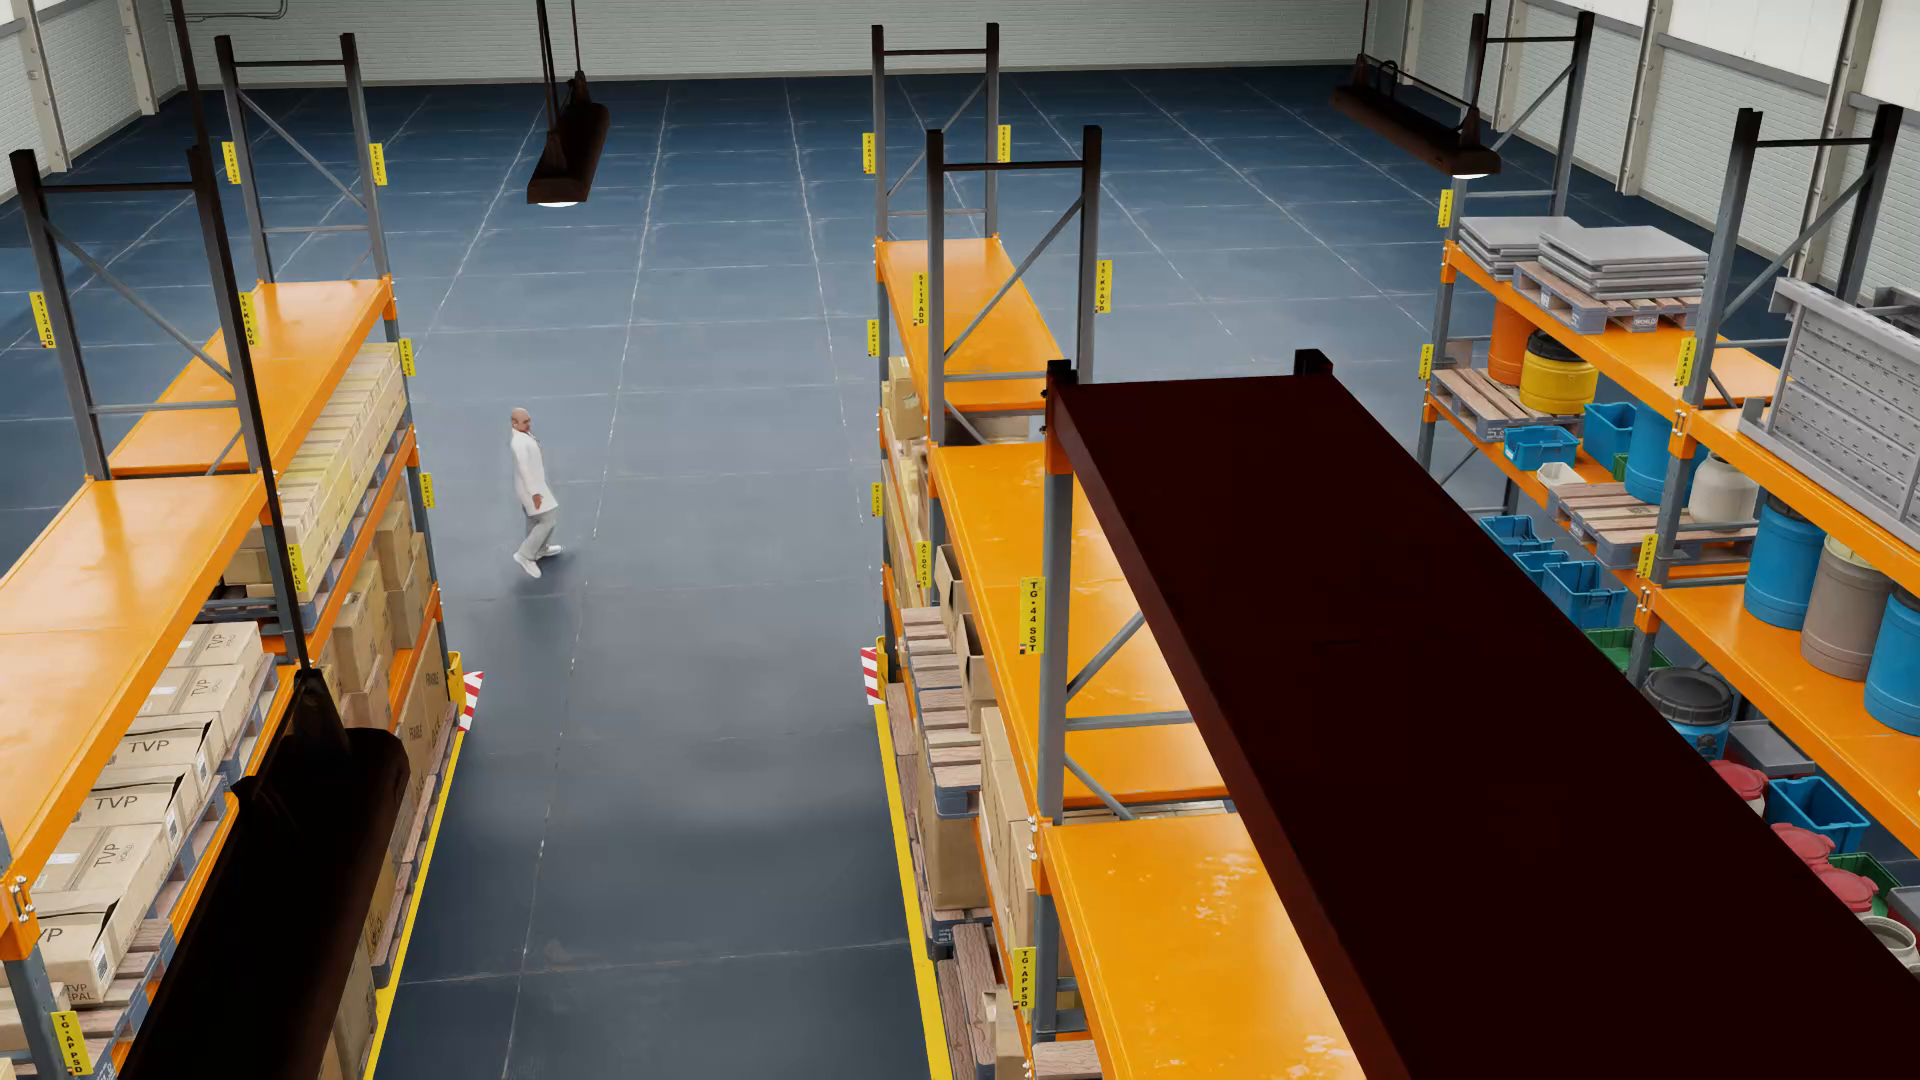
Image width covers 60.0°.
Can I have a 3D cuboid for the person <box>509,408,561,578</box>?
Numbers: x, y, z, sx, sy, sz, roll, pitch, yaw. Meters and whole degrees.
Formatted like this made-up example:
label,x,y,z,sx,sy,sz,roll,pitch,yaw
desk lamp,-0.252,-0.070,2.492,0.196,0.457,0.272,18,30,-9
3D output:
label,x,y,z,sx,sy,sz,roll,pitch,yaw
person,-4.529,-0.540,17.549,0.566,1.779,0.660,-11,28,-22
